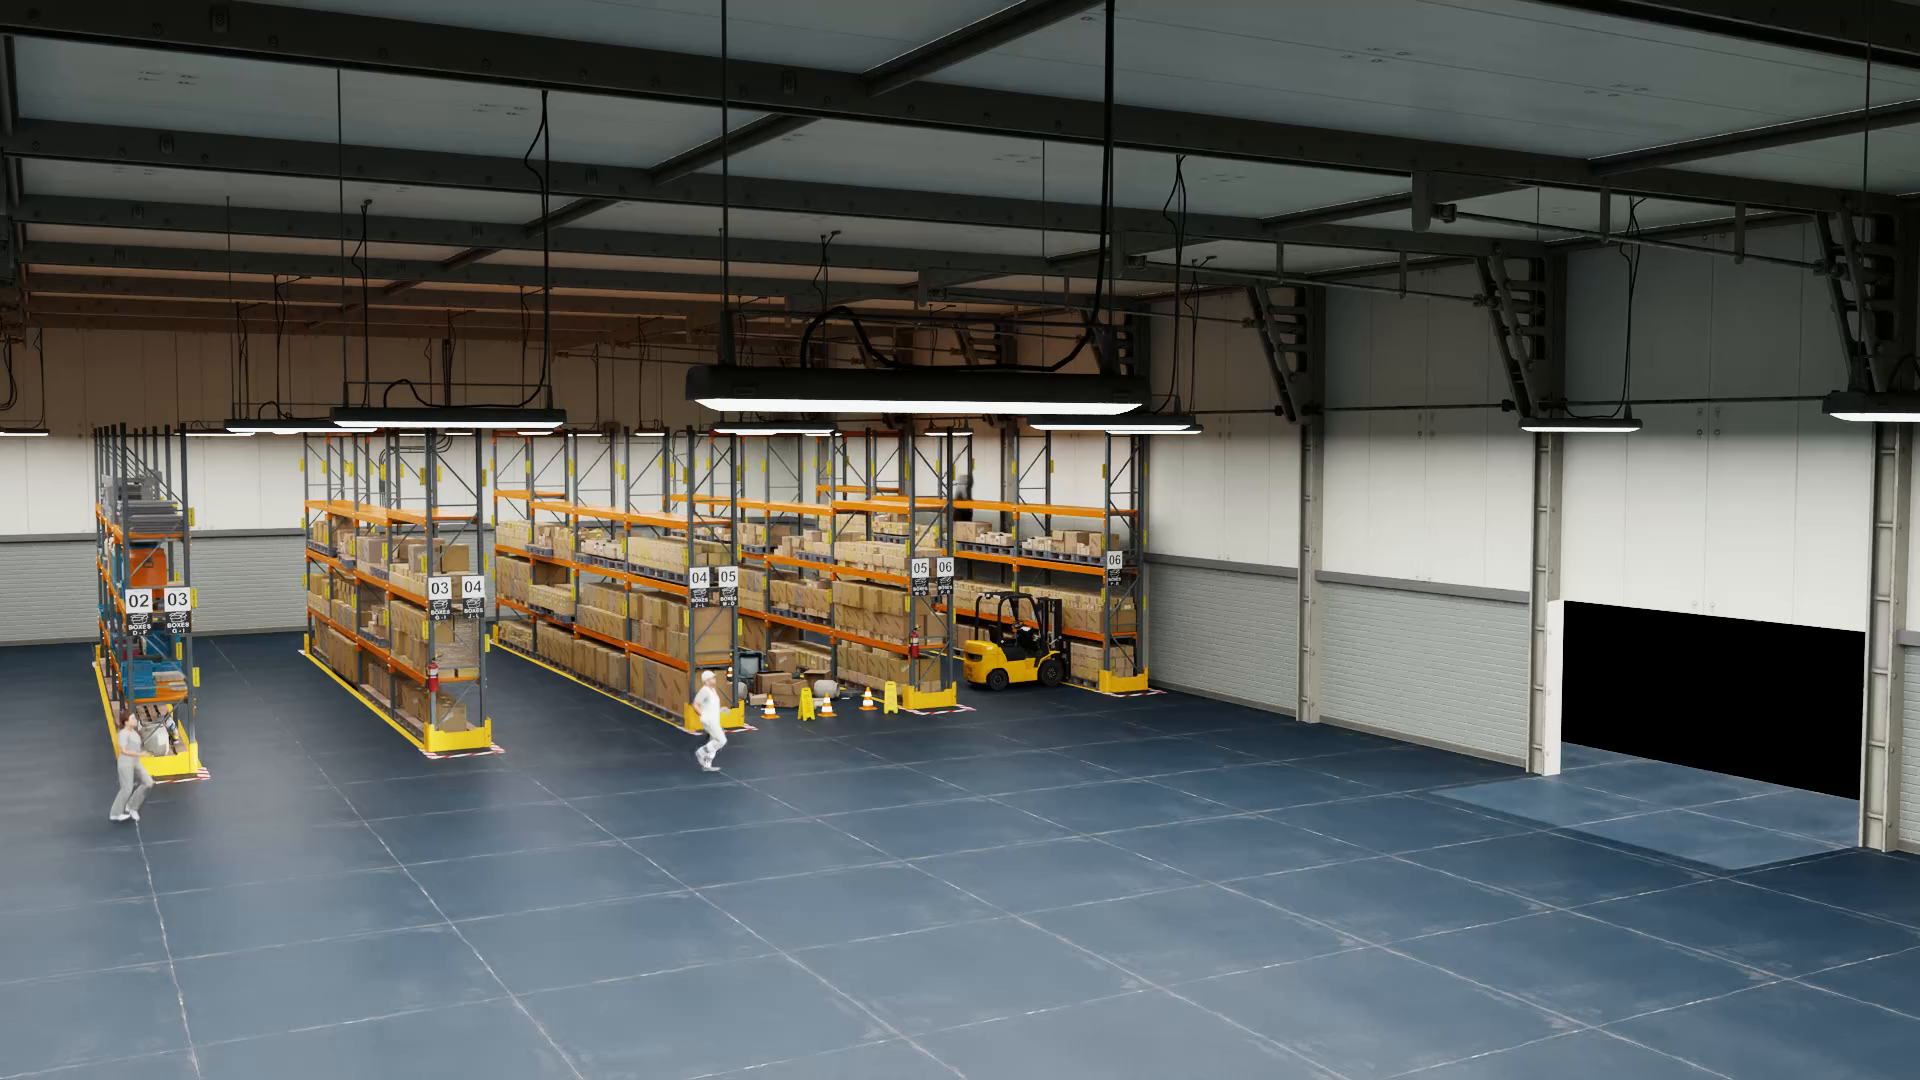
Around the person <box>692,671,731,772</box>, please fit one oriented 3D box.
[{"bbox_3d":[-4.255,3.122,28.619,0.583,1.745,0.664,0,3,7],"label":"person"}]

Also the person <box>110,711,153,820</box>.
[{"bbox_3d":[-12.387,3.391,24.881,0.665,1.678,0.592,0,3,0],"label":"person"}]
